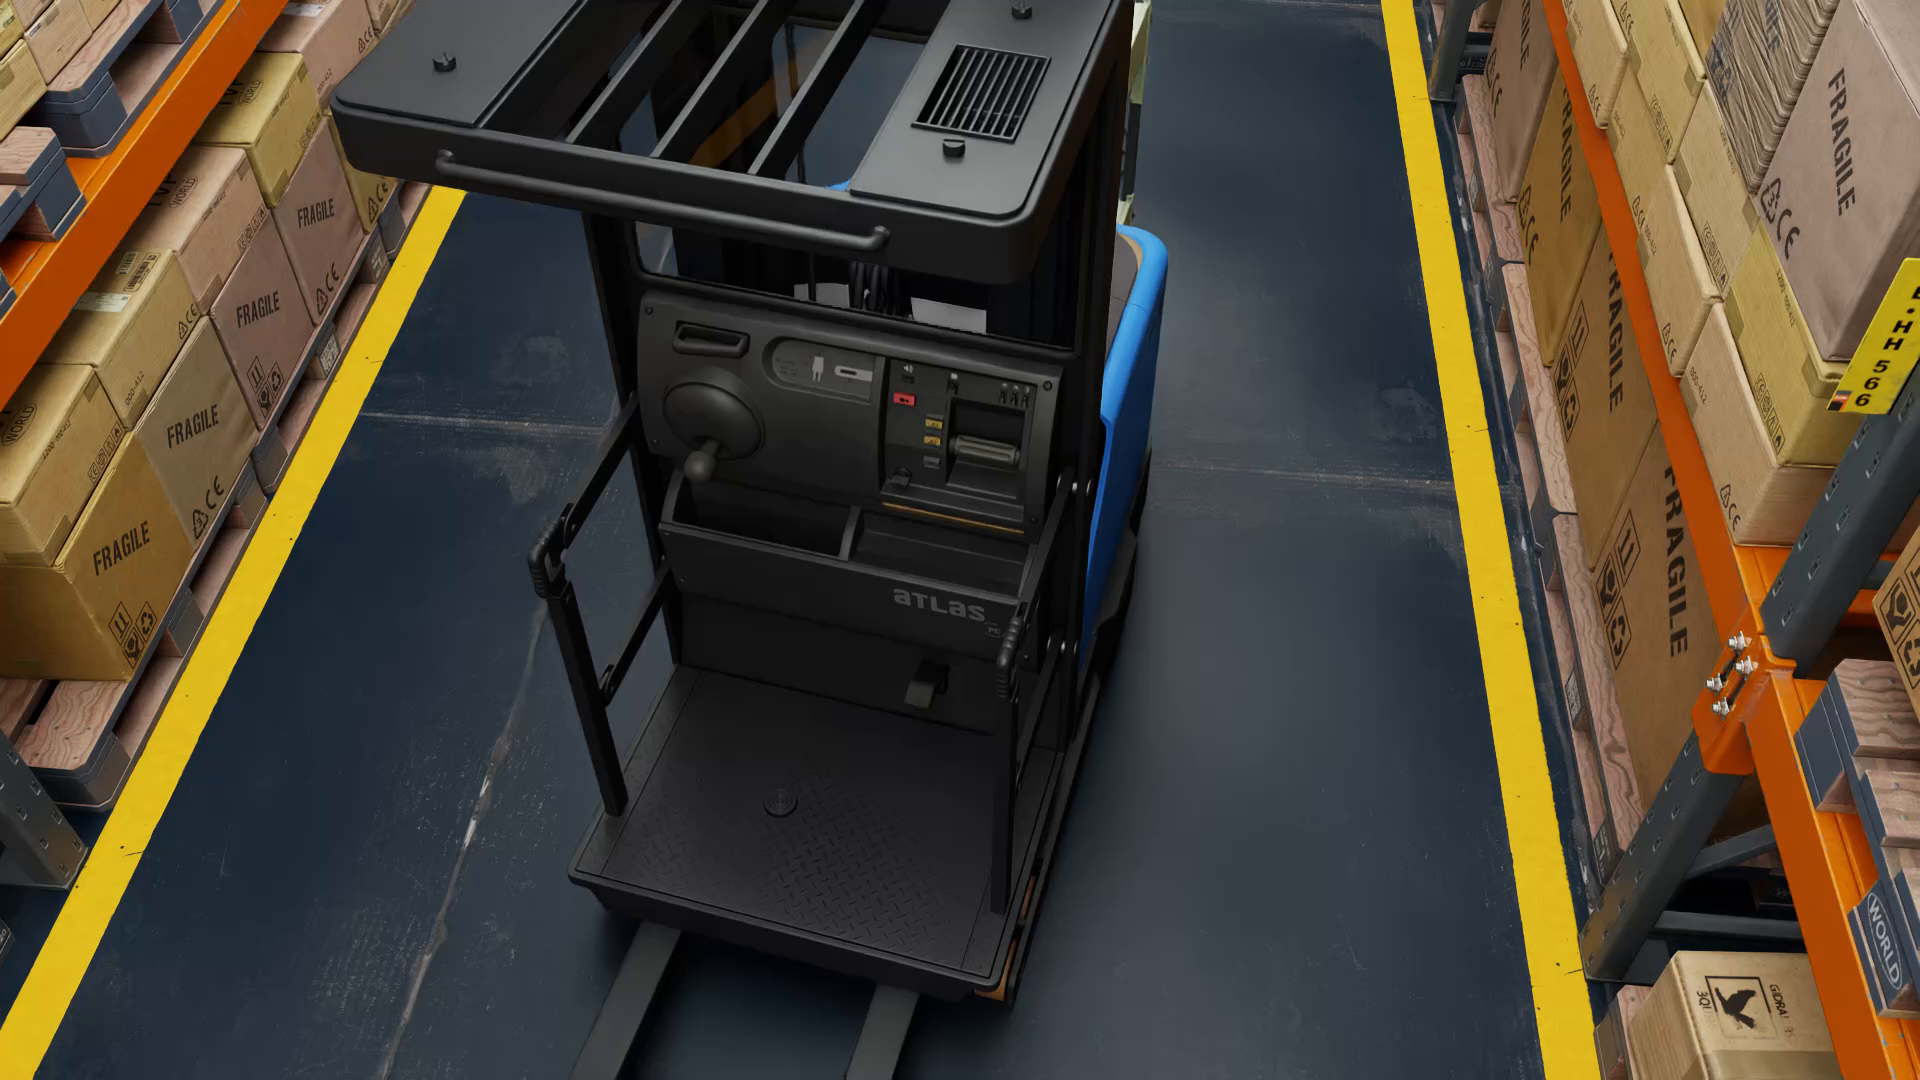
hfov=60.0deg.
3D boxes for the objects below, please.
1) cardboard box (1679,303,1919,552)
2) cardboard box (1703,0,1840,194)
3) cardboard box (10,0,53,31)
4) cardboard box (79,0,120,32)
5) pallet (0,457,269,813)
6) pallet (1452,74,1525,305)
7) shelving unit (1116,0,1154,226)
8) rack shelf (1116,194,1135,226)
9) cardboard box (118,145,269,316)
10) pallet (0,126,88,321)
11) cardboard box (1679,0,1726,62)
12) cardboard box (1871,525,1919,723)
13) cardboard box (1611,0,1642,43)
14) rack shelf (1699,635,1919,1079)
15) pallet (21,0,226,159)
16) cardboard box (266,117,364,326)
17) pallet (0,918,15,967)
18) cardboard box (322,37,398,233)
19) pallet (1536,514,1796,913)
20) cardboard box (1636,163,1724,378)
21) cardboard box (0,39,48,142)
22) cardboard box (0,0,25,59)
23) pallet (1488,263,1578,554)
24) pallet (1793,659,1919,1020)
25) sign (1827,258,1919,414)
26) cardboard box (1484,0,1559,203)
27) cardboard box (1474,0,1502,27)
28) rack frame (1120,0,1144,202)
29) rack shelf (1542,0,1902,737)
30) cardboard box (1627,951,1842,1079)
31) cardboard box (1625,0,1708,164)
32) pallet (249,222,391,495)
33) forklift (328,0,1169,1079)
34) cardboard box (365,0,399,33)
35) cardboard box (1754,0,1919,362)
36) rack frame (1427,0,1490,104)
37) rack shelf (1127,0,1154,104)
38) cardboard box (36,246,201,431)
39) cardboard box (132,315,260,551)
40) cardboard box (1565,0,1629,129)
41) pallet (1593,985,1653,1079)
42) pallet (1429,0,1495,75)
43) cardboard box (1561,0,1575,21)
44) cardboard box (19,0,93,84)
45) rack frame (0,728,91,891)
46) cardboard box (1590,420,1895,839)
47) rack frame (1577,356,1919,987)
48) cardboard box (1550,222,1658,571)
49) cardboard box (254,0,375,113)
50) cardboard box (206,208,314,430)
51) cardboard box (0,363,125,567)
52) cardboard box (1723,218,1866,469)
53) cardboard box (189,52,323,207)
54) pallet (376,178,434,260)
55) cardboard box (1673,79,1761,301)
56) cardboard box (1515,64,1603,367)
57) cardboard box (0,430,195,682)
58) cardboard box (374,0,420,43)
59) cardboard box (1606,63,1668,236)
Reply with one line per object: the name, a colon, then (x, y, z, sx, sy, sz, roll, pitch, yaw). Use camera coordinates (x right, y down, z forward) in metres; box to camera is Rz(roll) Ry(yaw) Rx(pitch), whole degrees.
cardboard box: (1.878, -0.242, 3.541, 0.500, 0.250, 0.500, 2, 48, 2)
cardboard box: (1.916, -1.050, 3.432, 0.500, 0.500, 0.500, 5, 48, 4)
cardboard box: (-2.514, -1.426, 4.205, 0.380, 0.149, 0.250, 4, 48, 4)
cardboard box: (-2.487, -1.509, 4.483, 0.380, 0.149, 0.250, 4, 48, 4)
pallet: (-2.775, 0.204, 4.920, 1.003, 0.211, 1.213, 4, 48, 4)
pallet: (2.460, -1.330, 6.324, 1.003, 0.211, 1.213, 4, 48, 4)
shelving unit: (0.276, -1.021, 5.167, 0.431, 1.500, 0.755, 12, 49, 11)
rack shelf: (0.276, -0.801, 5.408, 0.431, 0.370, 0.720, 12, 49, 11)
cardboard box: (-2.440, -0.940, 4.978, 0.500, 0.250, 0.500, 4, 48, 4)
pallet: (-2.889, -0.629, 3.922, 1.213, 0.211, 1.003, 4, 48, 4)
cardboard box: (1.968, -1.415, 3.766, 0.500, 0.500, 0.500, 4, 48, 4)
cardboard box: (1.819, 0.135, 2.540, 0.500, 0.500, 0.500, 3, 48, 2)
cardboard box: (1.999, -1.531, 4.381, 0.500, 0.250, 0.500, 3, 48, 2)
rack shelf: (1.909, 1.808, 2.051, 1.077, 0.370, 4.000, 4, 48, 4)
pallet: (-2.708, -1.555, 4.770, 1.003, 0.211, 1.213, 4, 48, 4)
cardboard box: (-2.398, -1.086, 5.620, 0.500, 0.500, 0.500, 3, 48, 3)
pallet: (-2.995, 1.353, 3.870, 1.003, 0.211, 1.213, 4, 48, 4)
cardboard box: (-2.347, -1.462, 5.964, 0.500, 0.500, 0.500, 3, 48, 3)
pallet: (2.238, 0.463, 4.684, 1.003, 0.211, 1.213, 4, 48, 4)
cardboard box: (1.909, -0.619, 3.885, 0.500, 0.250, 0.500, 5, 48, 4)
cardboard box: (-2.534, -1.129, 4.135, 0.380, 0.149, 0.250, 6, 48, 5)
cardboard box: (-2.537, -1.243, 4.038, 0.380, 0.149, 0.250, 4, 48, 4)
pallet: (2.352, -0.431, 5.501, 1.003, 0.211, 1.213, 4, 48, 4)
pallet: (2.132, 0.692, 2.715, 1.213, 0.211, 1.003, 4, 48, 4)
sign: (1.538, -0.330, 2.734, 0.100, 0.325, 0.005, 4, 48, 4)
cardboard box: (2.479, -1.807, 6.025, 0.875, 0.875, 0.875, 5, 48, 5)
cardboard box: (2.620, -2.575, 7.024, 0.875, 0.438, 0.875, 3, 48, 3)
rack frame: (0.377, -1.280, 5.405, 0.400, 1.500, 0.023, 12, 49, 11)
rack shelf: (2.273, -1.131, 4.739, 1.077, 0.370, 4.000, 4, 48, 4)
cardboard box: (2.030, 1.256, 3.565, 0.950, 0.372, 0.625, 1, 48, 1)
cardboard box: (1.951, -1.150, 4.032, 0.500, 0.250, 0.500, 3, 48, 3)
pallet: (-2.661, -0.690, 5.738, 1.003, 0.211, 1.213, 4, 48, 4)
forklift: (-0.307, -0.166, 3.416, 1.130, 2.935, 3.031, 12, 49, 11)
cardboard box: (-2.299, -2.089, 6.029, 0.500, 0.250, 0.500, 3, 48, 2)
cardboard box: (1.878, -0.673, 3.087, 0.500, 0.500, 0.500, 3, 48, 2)
rack frame: (2.456, -2.843, 5.818, 1.000, 3.000, 0.127, 4, 48, 4)
rack shelf: (0.276, -1.284, 4.879, 0.431, 0.370, 0.720, 12, 49, 11)
cardboard box: (-2.498, -0.577, 4.646, 0.500, 0.250, 0.500, 3, 48, 3)
cardboard box: (-2.487, -0.333, 4.931, 0.500, 0.500, 0.500, 4, 48, 4)
cardboard box: (1.990, -1.365, 4.567, 0.500, 0.250, 0.500, 3, 48, 3)
pallet: (2.018, 1.611, 3.633, 1.003, 0.211, 1.213, 4, 48, 4)
pallet: (2.603, -2.456, 7.353, 1.003, 0.211, 1.213, 4, 48, 4)
cardboard box: (2.044, -1.731, 4.902, 0.500, 0.250, 0.500, 4, 48, 3)
cardboard box: (-2.512, -1.324, 4.314, 0.380, 0.149, 0.250, 5, 48, 5)
rack frame: (-2.848, -0.163, 3.366, 1.000, 3.000, 0.127, 4, 48, 4)
cardboard box: (2.237, 0.169, 4.218, 0.875, 0.875, 0.875, 3, 48, 3)
rack frame: (2.091, 0.096, 3.129, 1.000, 3.000, 0.127, 4, 48, 4)
cardboard box: (2.322, -0.486, 4.817, 0.875, 0.875, 0.875, 4, 48, 4)
cardboard box: (-2.359, -1.712, 5.684, 0.500, 0.250, 0.500, 6, 48, 5)
cardboard box: (-2.445, -0.711, 5.277, 0.500, 0.500, 0.500, 3, 48, 3)
cardboard box: (-2.544, -0.204, 4.305, 0.500, 0.250, 0.500, 2, 48, 2)
cardboard box: (1.882, -0.395, 3.341, 0.500, 0.250, 0.500, 4, 48, 3)
cardboard box: (-2.393, -1.323, 5.328, 0.500, 0.250, 0.500, 2, 48, 2)
pallet: (-2.553, -1.589, 6.560, 1.003, 0.211, 1.213, 4, 48, 4)
cardboard box: (1.925, -0.772, 3.686, 0.500, 0.250, 0.500, 3, 48, 3)
cardboard box: (2.404, -1.143, 5.418, 0.875, 0.875, 0.875, 5, 48, 5)
cardboard box: (-2.529, 0.037, 4.593, 0.500, 0.500, 0.500, 2, 48, 2)
cardboard box: (-2.300, -1.839, 6.309, 0.500, 0.500, 0.500, 3, 48, 3)
cardboard box: (1.971, -0.988, 4.222, 0.500, 0.250, 0.500, 3, 48, 3)
